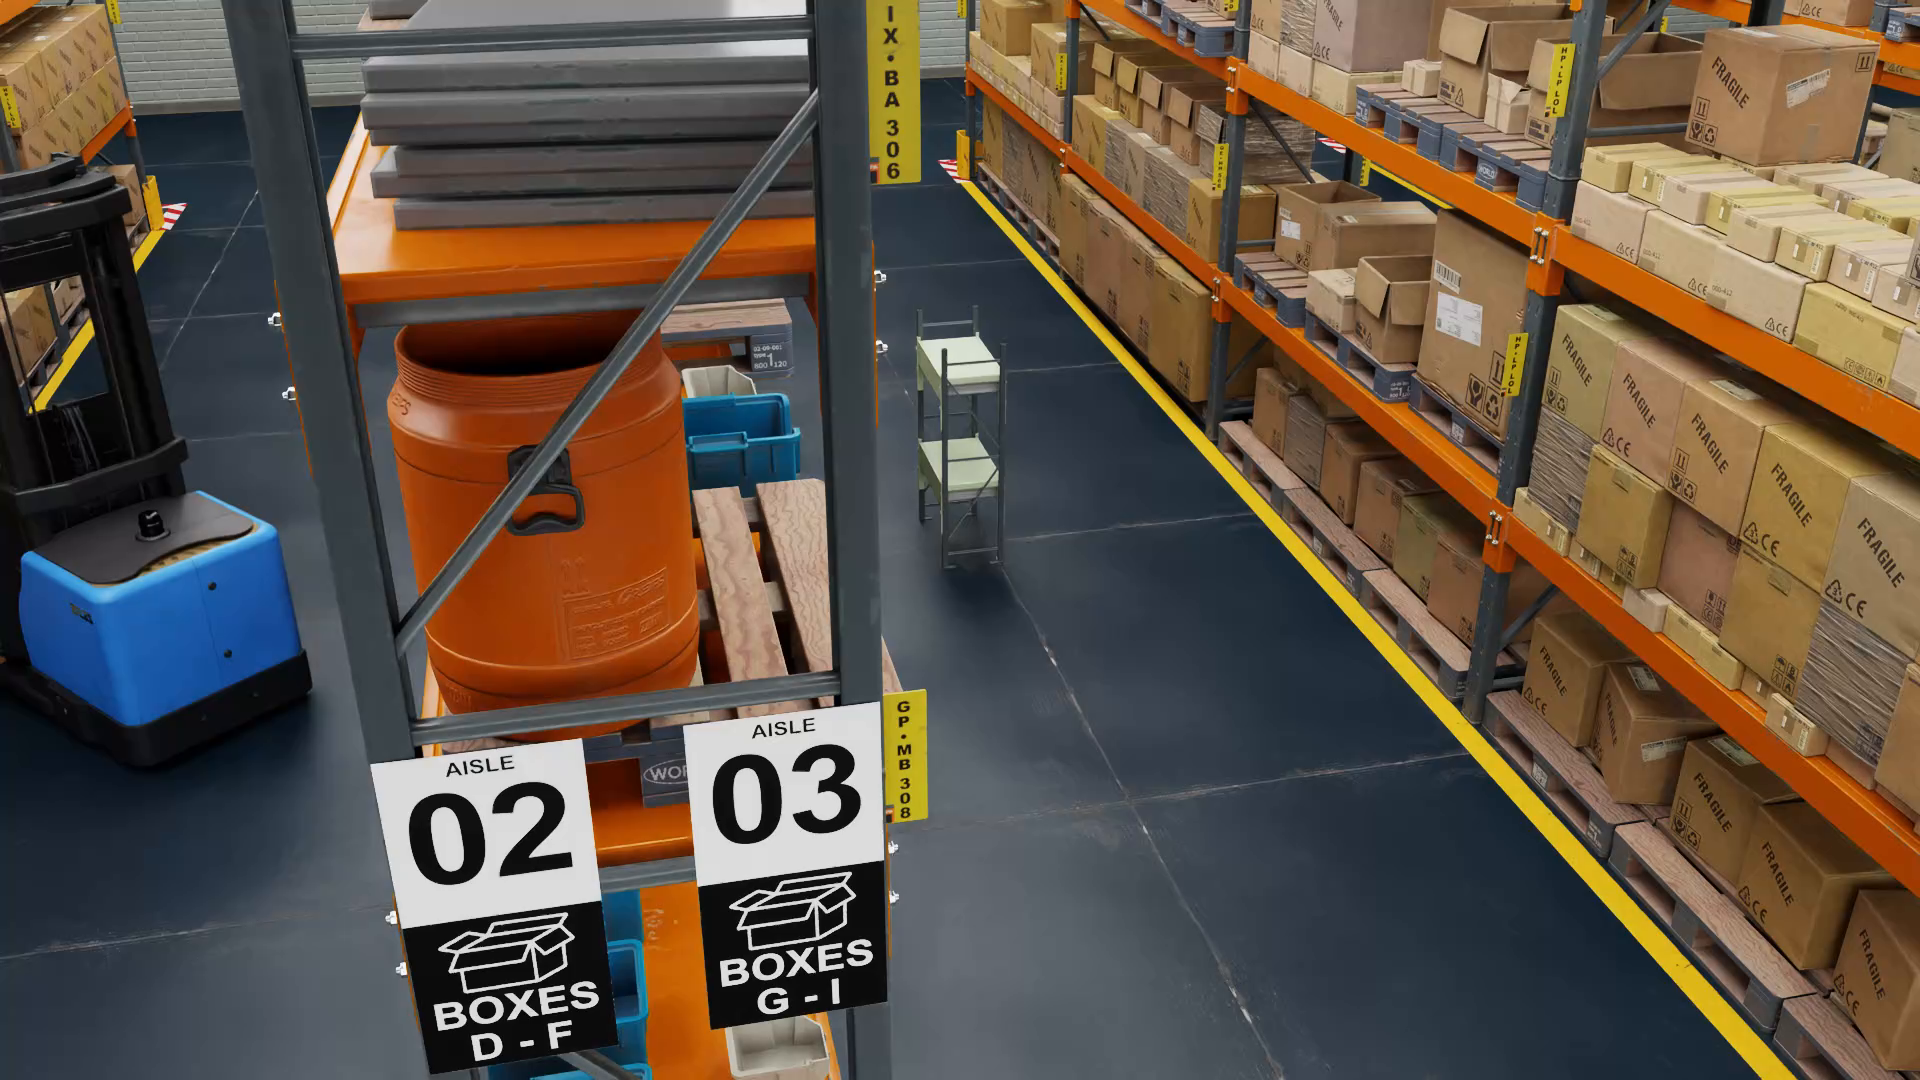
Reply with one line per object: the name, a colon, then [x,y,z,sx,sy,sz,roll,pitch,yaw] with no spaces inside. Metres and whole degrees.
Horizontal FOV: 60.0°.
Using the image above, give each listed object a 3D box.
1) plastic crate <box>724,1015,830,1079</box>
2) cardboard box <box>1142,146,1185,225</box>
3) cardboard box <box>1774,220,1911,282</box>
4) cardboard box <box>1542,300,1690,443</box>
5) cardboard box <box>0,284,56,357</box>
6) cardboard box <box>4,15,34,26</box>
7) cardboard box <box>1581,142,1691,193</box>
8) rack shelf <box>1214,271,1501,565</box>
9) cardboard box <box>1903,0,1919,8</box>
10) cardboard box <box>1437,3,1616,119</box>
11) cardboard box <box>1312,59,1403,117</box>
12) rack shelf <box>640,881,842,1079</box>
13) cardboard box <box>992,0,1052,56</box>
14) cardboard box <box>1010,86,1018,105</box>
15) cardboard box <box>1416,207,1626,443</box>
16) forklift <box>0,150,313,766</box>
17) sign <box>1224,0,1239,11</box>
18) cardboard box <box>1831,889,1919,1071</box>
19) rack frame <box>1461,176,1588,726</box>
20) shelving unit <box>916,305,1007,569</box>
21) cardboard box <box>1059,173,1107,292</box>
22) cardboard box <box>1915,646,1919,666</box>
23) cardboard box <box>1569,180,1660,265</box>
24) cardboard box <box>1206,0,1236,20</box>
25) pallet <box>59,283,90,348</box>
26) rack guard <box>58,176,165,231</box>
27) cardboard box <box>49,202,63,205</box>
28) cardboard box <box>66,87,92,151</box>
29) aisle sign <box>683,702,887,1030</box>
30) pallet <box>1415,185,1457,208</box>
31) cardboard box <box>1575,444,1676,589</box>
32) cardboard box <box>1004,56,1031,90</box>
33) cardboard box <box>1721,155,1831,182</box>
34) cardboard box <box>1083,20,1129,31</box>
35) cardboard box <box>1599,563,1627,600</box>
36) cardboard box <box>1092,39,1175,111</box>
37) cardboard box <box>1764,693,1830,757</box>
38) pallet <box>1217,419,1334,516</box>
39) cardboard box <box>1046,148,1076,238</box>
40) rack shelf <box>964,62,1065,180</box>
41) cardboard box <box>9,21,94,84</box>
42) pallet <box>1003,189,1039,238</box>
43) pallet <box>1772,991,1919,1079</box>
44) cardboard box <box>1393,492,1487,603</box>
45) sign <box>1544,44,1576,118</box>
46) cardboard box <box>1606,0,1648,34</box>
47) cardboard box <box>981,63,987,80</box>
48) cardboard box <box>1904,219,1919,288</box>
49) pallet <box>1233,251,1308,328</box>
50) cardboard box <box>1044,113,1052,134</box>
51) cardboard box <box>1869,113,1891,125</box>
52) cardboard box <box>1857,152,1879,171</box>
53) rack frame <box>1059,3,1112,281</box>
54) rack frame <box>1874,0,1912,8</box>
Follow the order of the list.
plastic crate: [-0.544,1.550,4.989,0.298,0.136,0.250,-6,27,-12]
cardboard box: [1.787,-2.840,13.284,0.500,0.500,0.500,-7,28,-13]
cardboard box: [3.372,-1.108,6.359,0.380,0.149,0.250,-6,27,-13]
cardboard box: [3.122,-0.801,7.805,0.500,0.500,0.500,-6,27,-12]
cardboard box: [-7.796,-1.802,13.623,0.500,0.500,0.500,-6,27,-12]
cardboard box: [-9.120,-4.705,15.869,0.500,0.500,0.500,-6,27,-11]
cardboard box: [3.041,-1.677,7.485,0.380,0.149,0.250,-7,28,-13]
rack shelf: [2.818,-0.958,10.464,1.077,0.370,4.000,-6,27,-12]
cardboard box: [7.353,-4.278,12.803,0.500,0.500,0.500,-6,27,-12]
cardboard box: [3.046,-2.604,9.016,0.797,0.503,0.637,-5,27,-9]
cardboard box: [2.465,-2.747,10.047,0.500,0.250,0.500,-5,27,-10]
rack shelf: [-1.106,1.301,5.988,1.077,0.370,4.000,-6,27,-12]
cardboard box: [0.644,-5.385,17.441,0.500,0.500,0.500,-7,28,-13]
cardboard box: [0.731,-4.577,17.115,0.380,0.149,0.250,-6,27,-11]
cardboard box: [3.226,-1.219,9.051,1.000,1.000,1.000,-6,27,-11]
forklift: [-5.099,-0.656,9.143,3.031,2.935,1.130,19,33,33]
sign: [1.824,-3.710,11.126,0.100,0.325,0.005,-6,27,-12]
cardboard box: [3.877,1.749,6.611,0.500,0.500,0.500,1,27,2]
rack frame: [3.268,-0.401,8.562,1.000,3.000,0.127,-6,27,-12]
shelving unit: [0.002,-0.667,10.753,0.431,1.500,0.755,-6,27,-12]
cardboard box: [1.629,-2.873,15.352,1.225,0.875,0.875,-6,27,-11]
cardboard box: [3.687,0.296,5.631,0.500,0.500,0.500,-6,27,-12]
cardboard box: [3.120,-1.450,7.477,0.500,0.250,0.500,-7,28,-14]
cardboard box: [2.159,-3.990,11.763,0.797,0.503,0.637,-4,27,-9]
pallet: [-8.341,-1.965,14.756,1.003,0.211,1.213,-6,27,-12]
rack guard: [-9.071,-3.515,17.507,1.175,0.500,0.348,-6,27,-12]
cardboard box: [-9.329,-3.370,17.119,0.380,0.149,0.250,-6,27,-12]
cardboard box: [-8.381,-3.872,15.328,0.500,0.500,0.500,-6,27,-12]
aisle sign: [-0.354,0.699,3.497,0.394,0.787,0.004,-6,27,-12]
pallet: [5.856,-3.955,18.699,1.003,0.211,1.213,-6,27,-12]
cardboard box: [3.388,-0.152,7.627,0.875,0.500,0.500,-6,27,-12]
cardboard box: [0.765,-4.820,17.153,0.500,0.250,0.500,-6,27,-13]
cardboard box: [3.594,-1.611,7.355,0.380,0.149,0.250,-6,27,-11]
cardboard box: [1.503,-4.767,16.216,0.500,0.500,0.500,-6,27,-12]
cardboard box: [3.216,0.163,7.724,0.380,0.149,0.250,-6,27,-12]
cardboard box: [1.617,-4.126,14.718,0.797,0.503,0.637,-7,28,-13]
cardboard box: [3.464,0.715,6.629,0.380,0.149,0.250,-6,27,-12]
pallet: [2.542,-0.569,11.989,1.003,0.211,1.213,-6,27,-12]
cardboard box: [1.395,-3.450,16.494,0.875,0.875,0.875,-6,27,-12]
rack shelf: [1.015,-4.470,17.422,1.077,0.370,4.000,-6,27,-12]
cardboard box: [-8.484,-4.539,15.541,0.500,0.500,0.500,-5,27,-10]
pallet: [1.092,-3.547,17.889,1.003,0.211,1.213,-6,27,-12]
pallet: [4.004,2.206,6.491,1.003,0.211,1.213,-6,27,-12]
cardboard box: [3.062,0.035,9.983,0.700,0.500,0.500,-6,27,-12]
sign: [2.728,-2.089,7.566,0.100,0.325,0.005,-6,27,-12]
cardboard box: [6.456,-5.219,16.557,0.500,0.500,0.500,-5,27,-10]
cardboard box: [0.440,-5.143,18.235,0.380,0.149,0.250,-7,28,-13]
cardboard box: [3.574,-1.039,5.502,0.500,0.500,0.500,-6,27,-12]
pallet: [2.631,-1.769,11.486,1.213,0.211,1.003,-6,27,-12]
cardboard box: [1.019,-4.015,16.000,0.380,0.149,0.250,-5,27,-11]
cardboard box: [10.881,-4.643,19.343,0.875,0.438,0.875,-7,28,-13]
cardboard box: [7.309,-3.057,13.307,0.380,0.149,0.250,-5,27,-9]
rack frame: [1.465,-3.913,15.520,1.000,3.000,0.127,-6,27,-12]
rack frame: [7.222,-5.295,11.599,1.000,3.000,0.127,-6,27,-12]
